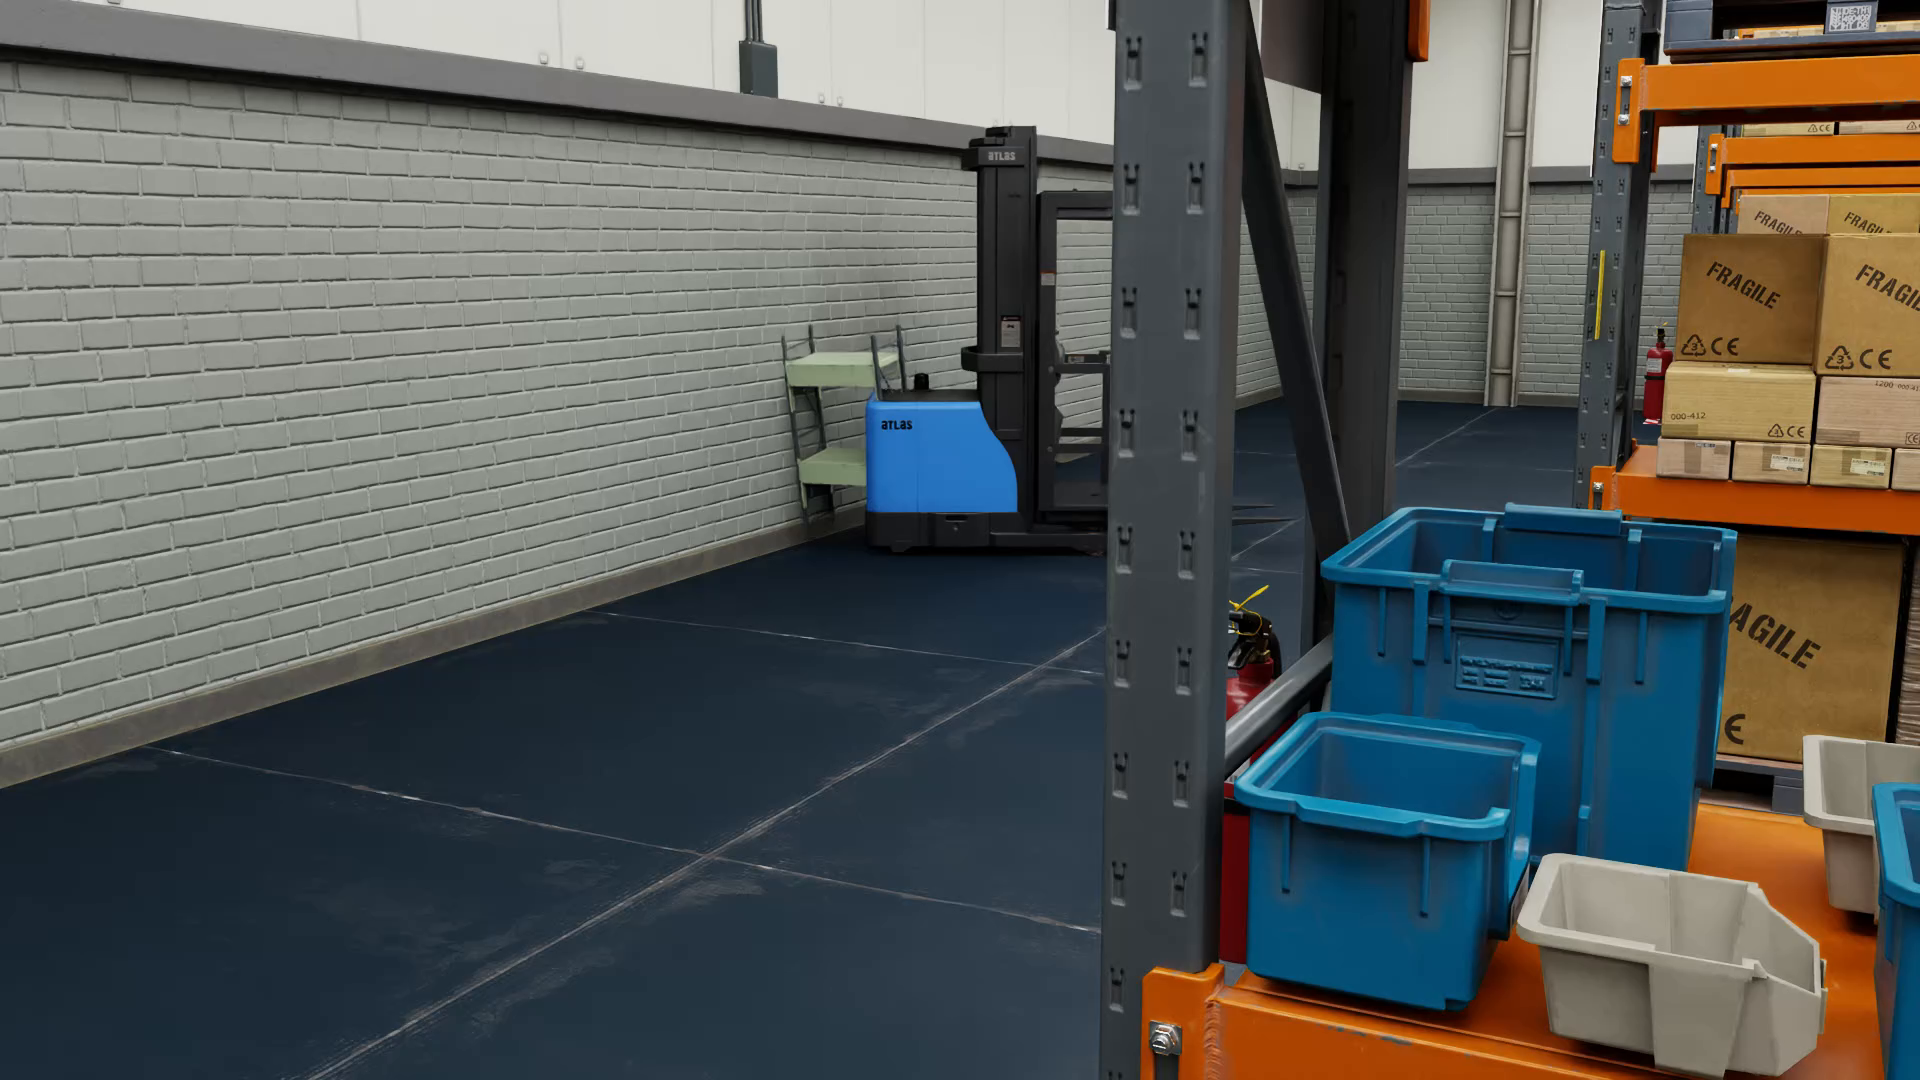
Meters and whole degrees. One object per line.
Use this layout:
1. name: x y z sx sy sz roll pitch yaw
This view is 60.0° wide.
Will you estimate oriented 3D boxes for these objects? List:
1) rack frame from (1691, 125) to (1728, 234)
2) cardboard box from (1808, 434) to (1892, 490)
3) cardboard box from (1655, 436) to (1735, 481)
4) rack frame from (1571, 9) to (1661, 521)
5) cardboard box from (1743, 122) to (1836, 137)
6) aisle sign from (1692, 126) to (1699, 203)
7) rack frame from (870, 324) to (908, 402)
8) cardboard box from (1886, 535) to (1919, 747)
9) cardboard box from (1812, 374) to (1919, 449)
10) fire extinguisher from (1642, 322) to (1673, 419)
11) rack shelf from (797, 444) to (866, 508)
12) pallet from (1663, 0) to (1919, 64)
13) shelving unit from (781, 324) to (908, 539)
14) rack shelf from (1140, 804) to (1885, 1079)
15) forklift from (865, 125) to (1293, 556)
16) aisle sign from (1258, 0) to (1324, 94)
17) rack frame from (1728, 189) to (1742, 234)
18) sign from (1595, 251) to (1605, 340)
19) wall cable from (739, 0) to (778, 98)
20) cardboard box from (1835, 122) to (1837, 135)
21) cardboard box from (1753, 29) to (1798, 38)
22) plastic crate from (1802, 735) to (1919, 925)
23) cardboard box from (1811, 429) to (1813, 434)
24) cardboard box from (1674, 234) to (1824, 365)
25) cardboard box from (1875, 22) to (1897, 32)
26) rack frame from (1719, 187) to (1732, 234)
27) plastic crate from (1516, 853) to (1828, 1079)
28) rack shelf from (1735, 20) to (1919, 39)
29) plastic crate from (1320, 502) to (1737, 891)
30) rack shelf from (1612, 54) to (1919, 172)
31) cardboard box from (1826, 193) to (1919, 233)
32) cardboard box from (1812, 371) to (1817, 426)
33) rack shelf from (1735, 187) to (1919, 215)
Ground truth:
1. rack frame: 4.921 -1.320 11.100 0.127 3.000 1.000 5 11 26
2. cardboard box: 3.268 -0.291 6.122 0.250 0.149 0.380 5 11 24
3. cardboard box: 2.808 -0.331 6.344 0.250 0.149 0.380 5 11 26
4. rack frame: 2.636 -0.536 6.767 0.127 3.000 1.000 5 11 26
5. cardboard box: 5.210 -2.646 10.425 0.500 0.250 0.500 5 12 28
6. aisle sign: 4.723 -2.557 10.635 0.004 0.787 0.394 5 11 26
7. rack frame: -0.444 -0.742 11.740 0.023 1.500 0.400 3 20 27
8. cardboard box: 4.061 0.413 6.314 0.875 0.875 0.875 5 11 26
9. cardboard box: 3.416 -0.487 6.086 0.500 0.250 0.500 5 11 25
10. fire extinguisher: 4.899 -1.192 11.657 0.183 0.674 0.296 5 11 26
11. rack shelf: -0.740 -0.452 12.001 0.720 0.370 0.431 3 20 27
12. pallet: 3.305 -1.911 6.194 1.213 0.211 1.003 5 11 26
13. shelving unit: -0.771 -0.761 11.904 0.755 1.500 0.431 3 20 27
14. rack shelf: 2.238 0.767 1.589 4.000 0.370 1.077 5 11 26
15. forklift: 0.840 -1.424 11.869 3.031 2.935 1.130 0 10 -1
16. aisle sign: 0.509 -1.076 2.455 0.004 0.787 0.394 5 11 26
17. rack frame: 9.213 -2.911 19.894 0.127 3.000 1.000 5 11 26
18. sign: 2.385 -0.912 6.196 0.005 0.325 0.100 5 11 26
19. wall cable: -0.910 -6.067 11.450 0.120 5.999 2.277 5 11 26
20. cardboard box: 5.446 -2.728 10.881 0.500 0.250 0.500 5 11 25
21. cardboard box: 5.111 -3.102 10.424 0.250 0.149 0.380 5 11 25
22. plastic crate: 1.255 0.391 2.219 0.243 0.136 0.396 5 11 26
23. cardboard box: 3.560 -0.396 6.702 0.250 0.149 0.380 5 11 26
24. cardboard box: 3.189 -0.981 6.707 0.500 0.500 0.500 5 11 27
25. cardboard box: 5.542 -3.046 10.115 0.250 0.149 0.380 5 11 26
26. rack frame: 7.020 -2.118 15.512 0.127 3.000 1.000 5 11 26
27. plastic crate: 0.771 0.466 1.804 0.298 0.136 0.250 5 11 26
28. rack shelf: 8.814 -4.362 14.207 4.000 0.370 1.077 5 11 26
29. plastic crate: 0.827 0.205 2.407 0.499 0.435 0.616 5 11 26
30. rack shelf: 4.429 -1.500 5.693 4.000 0.370 1.077 5 11 26
31. cardboard box: 5.661 -1.891 10.332 0.500 0.500 0.500 5 12 27
32. cardboard box: 3.642 -0.572 6.556 0.500 0.250 0.500 5 11 25
33. rack shelf: 11.007 -3.876 18.820 4.000 0.370 1.077 5 11 26
